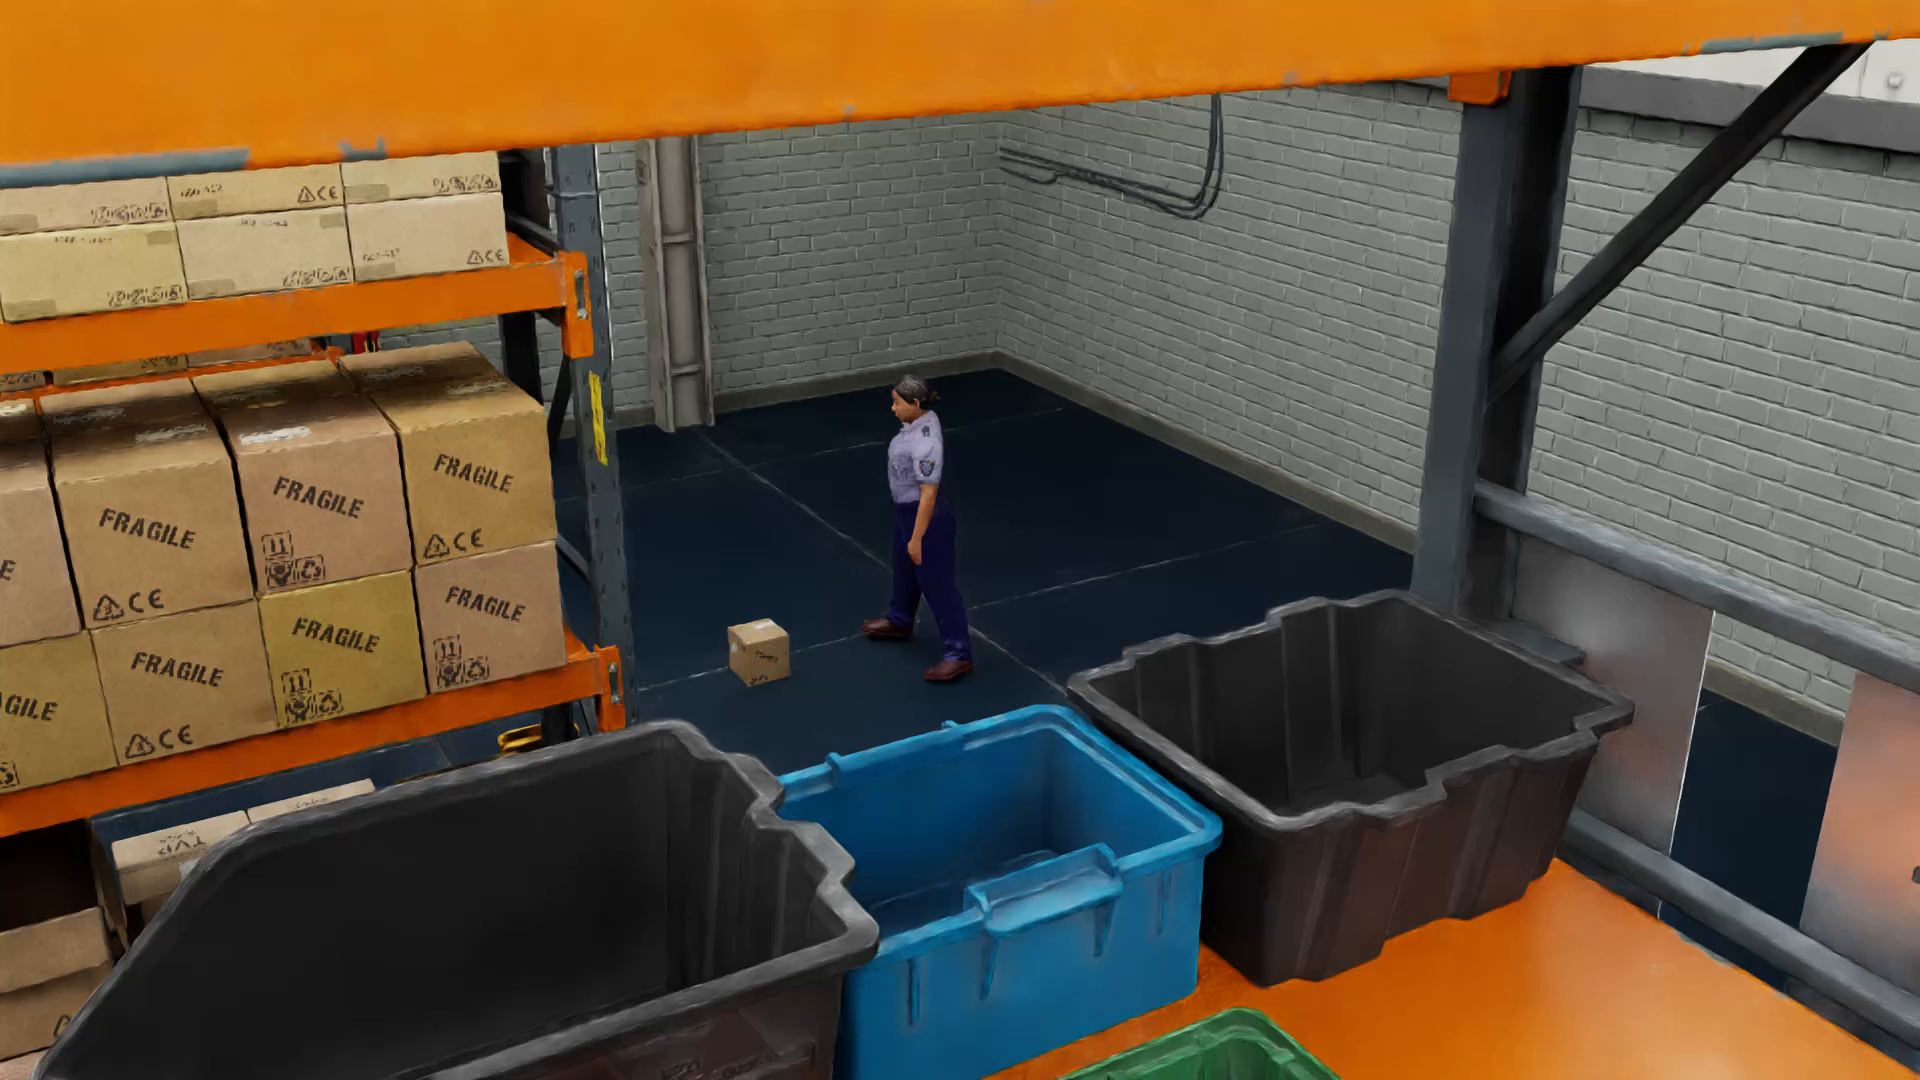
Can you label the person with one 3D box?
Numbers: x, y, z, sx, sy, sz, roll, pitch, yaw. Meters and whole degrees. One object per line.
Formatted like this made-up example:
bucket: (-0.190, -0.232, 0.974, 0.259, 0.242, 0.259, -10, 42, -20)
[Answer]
person: (-0.240, -0.114, 8.872, 0.610, 1.621, 0.677, -1, 22, -3)
